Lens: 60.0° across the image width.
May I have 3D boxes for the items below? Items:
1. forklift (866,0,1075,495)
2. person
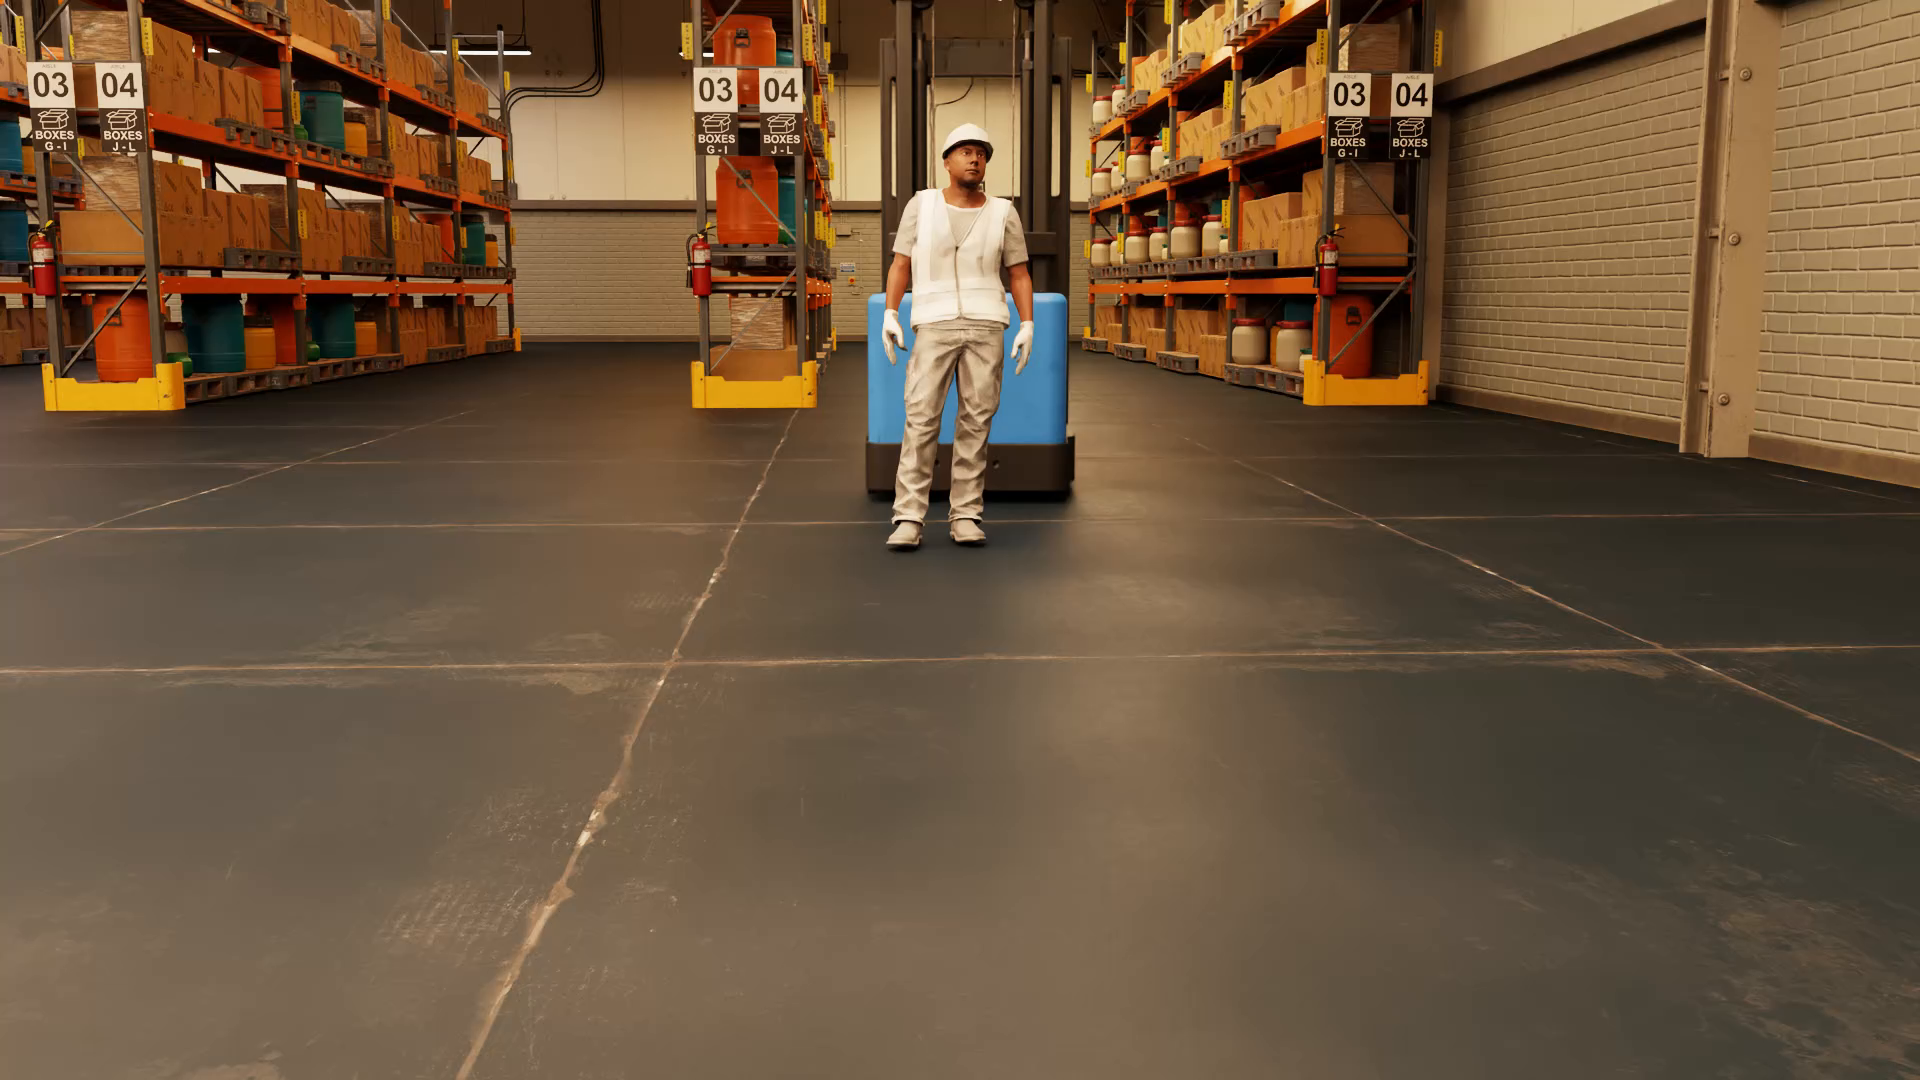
[{"bbox_3d":[0.102,-1.854,9.814,1.130,2.935,3.031,0,8,3],"label":"forklift"},{"bbox_3d":[-0.004,-0.878,7.106,0.657,1.785,0.575,-1,8,-4],"label":"person"}]
